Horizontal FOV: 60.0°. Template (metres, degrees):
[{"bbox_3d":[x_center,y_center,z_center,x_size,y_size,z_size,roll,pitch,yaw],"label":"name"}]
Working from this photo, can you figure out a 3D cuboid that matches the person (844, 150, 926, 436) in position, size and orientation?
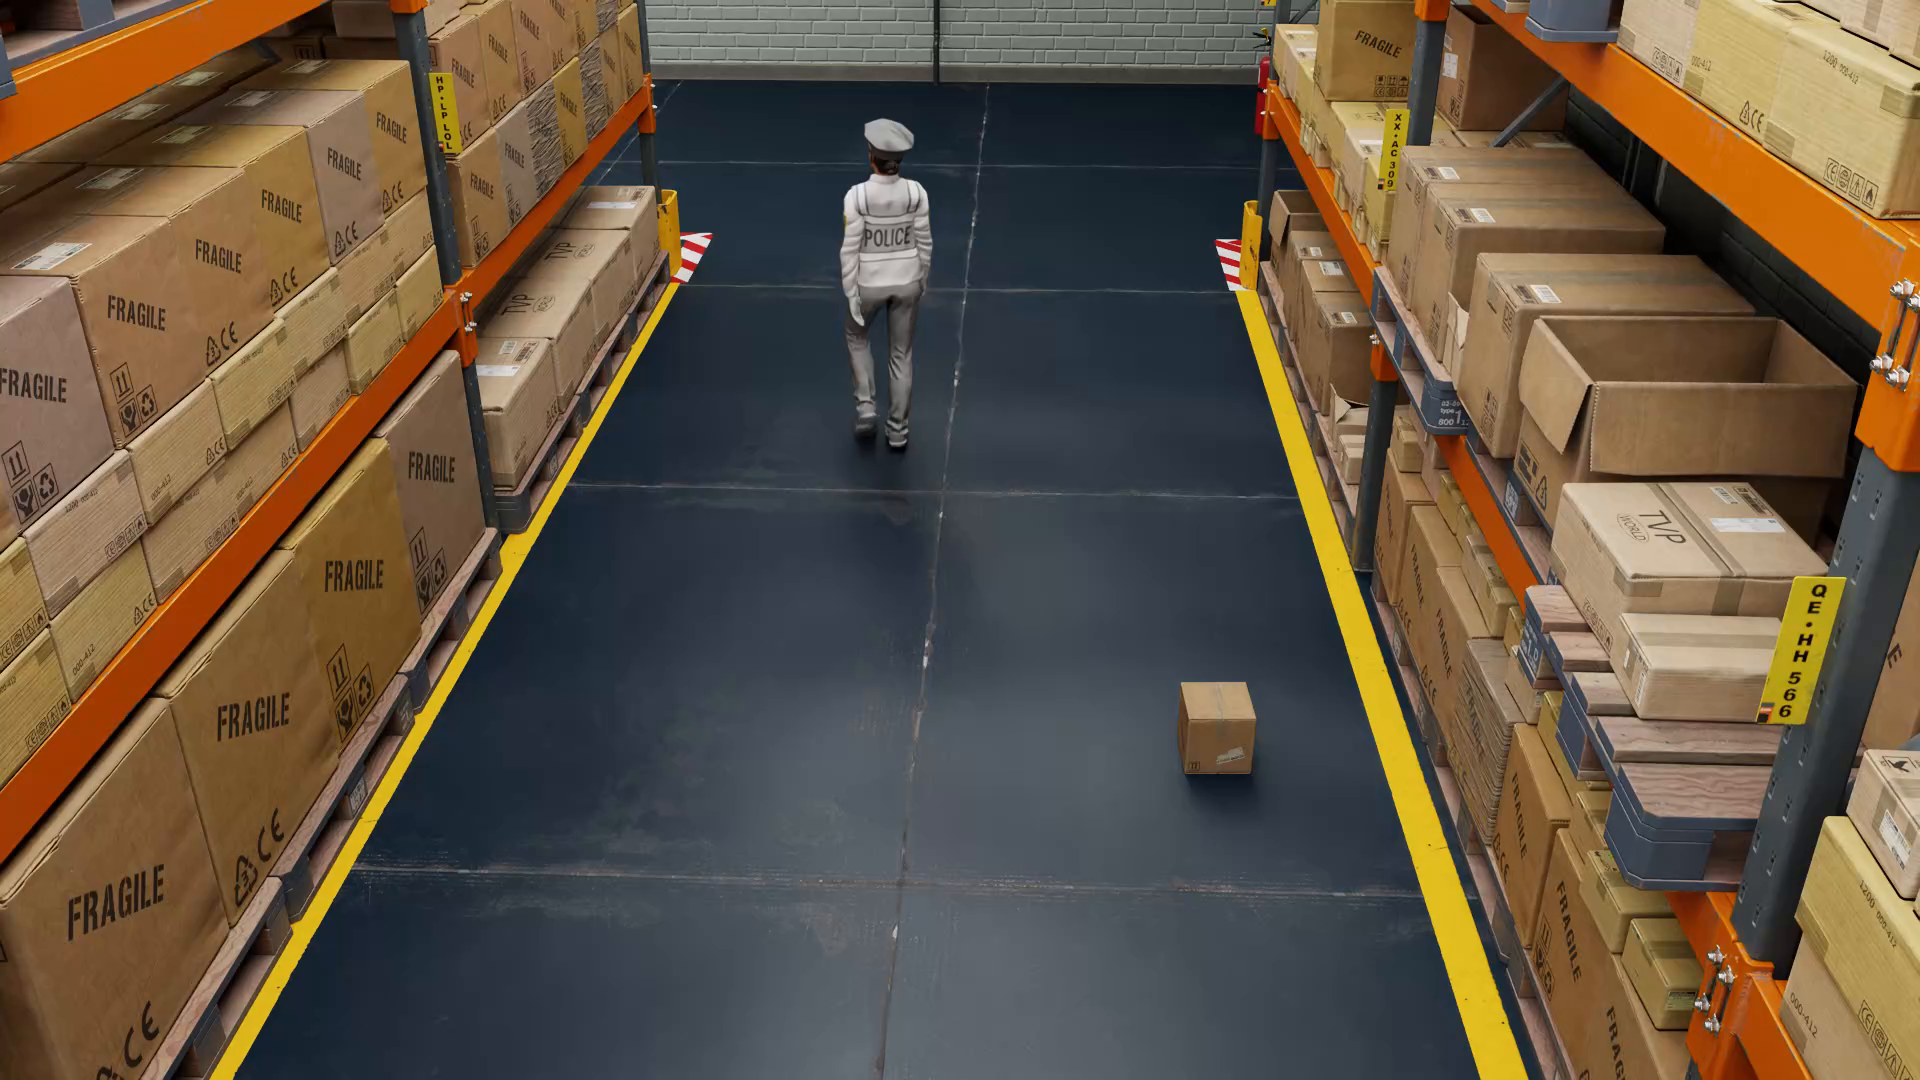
[{"bbox_3d":[-3.365,0.327,4.933,7.740,2.202,7.075,-5,29,-9],"label":"person"}]
